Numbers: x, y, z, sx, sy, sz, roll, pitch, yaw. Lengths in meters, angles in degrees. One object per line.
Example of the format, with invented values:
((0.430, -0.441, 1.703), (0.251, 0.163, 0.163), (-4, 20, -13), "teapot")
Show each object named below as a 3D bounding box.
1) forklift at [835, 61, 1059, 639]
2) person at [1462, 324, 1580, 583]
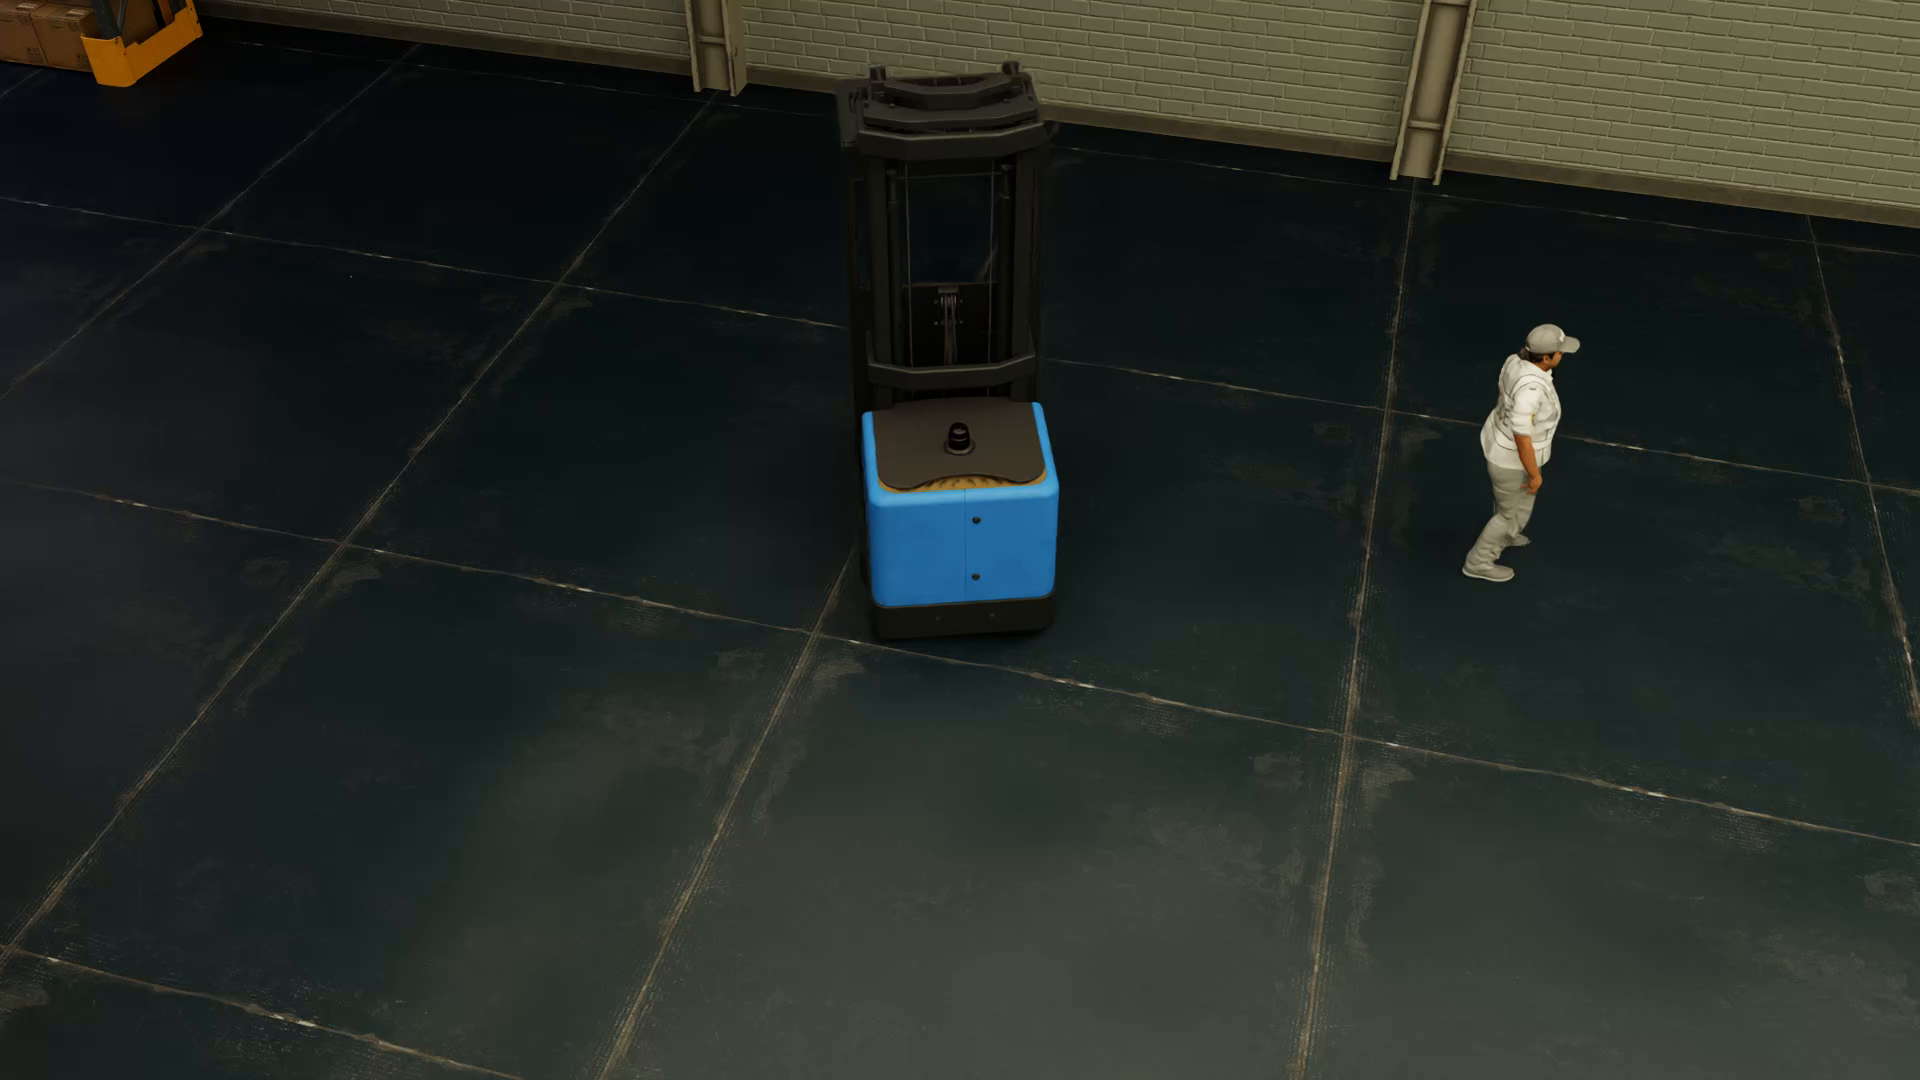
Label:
((-0.111, -1.512, 9.586), (1.130, 2.935, 3.031), (-4, 41, -4), "forklift")
((3.199, -0.479, 9.408), (0.501, 1.700, 0.556), (4, 41, 4), "person")
